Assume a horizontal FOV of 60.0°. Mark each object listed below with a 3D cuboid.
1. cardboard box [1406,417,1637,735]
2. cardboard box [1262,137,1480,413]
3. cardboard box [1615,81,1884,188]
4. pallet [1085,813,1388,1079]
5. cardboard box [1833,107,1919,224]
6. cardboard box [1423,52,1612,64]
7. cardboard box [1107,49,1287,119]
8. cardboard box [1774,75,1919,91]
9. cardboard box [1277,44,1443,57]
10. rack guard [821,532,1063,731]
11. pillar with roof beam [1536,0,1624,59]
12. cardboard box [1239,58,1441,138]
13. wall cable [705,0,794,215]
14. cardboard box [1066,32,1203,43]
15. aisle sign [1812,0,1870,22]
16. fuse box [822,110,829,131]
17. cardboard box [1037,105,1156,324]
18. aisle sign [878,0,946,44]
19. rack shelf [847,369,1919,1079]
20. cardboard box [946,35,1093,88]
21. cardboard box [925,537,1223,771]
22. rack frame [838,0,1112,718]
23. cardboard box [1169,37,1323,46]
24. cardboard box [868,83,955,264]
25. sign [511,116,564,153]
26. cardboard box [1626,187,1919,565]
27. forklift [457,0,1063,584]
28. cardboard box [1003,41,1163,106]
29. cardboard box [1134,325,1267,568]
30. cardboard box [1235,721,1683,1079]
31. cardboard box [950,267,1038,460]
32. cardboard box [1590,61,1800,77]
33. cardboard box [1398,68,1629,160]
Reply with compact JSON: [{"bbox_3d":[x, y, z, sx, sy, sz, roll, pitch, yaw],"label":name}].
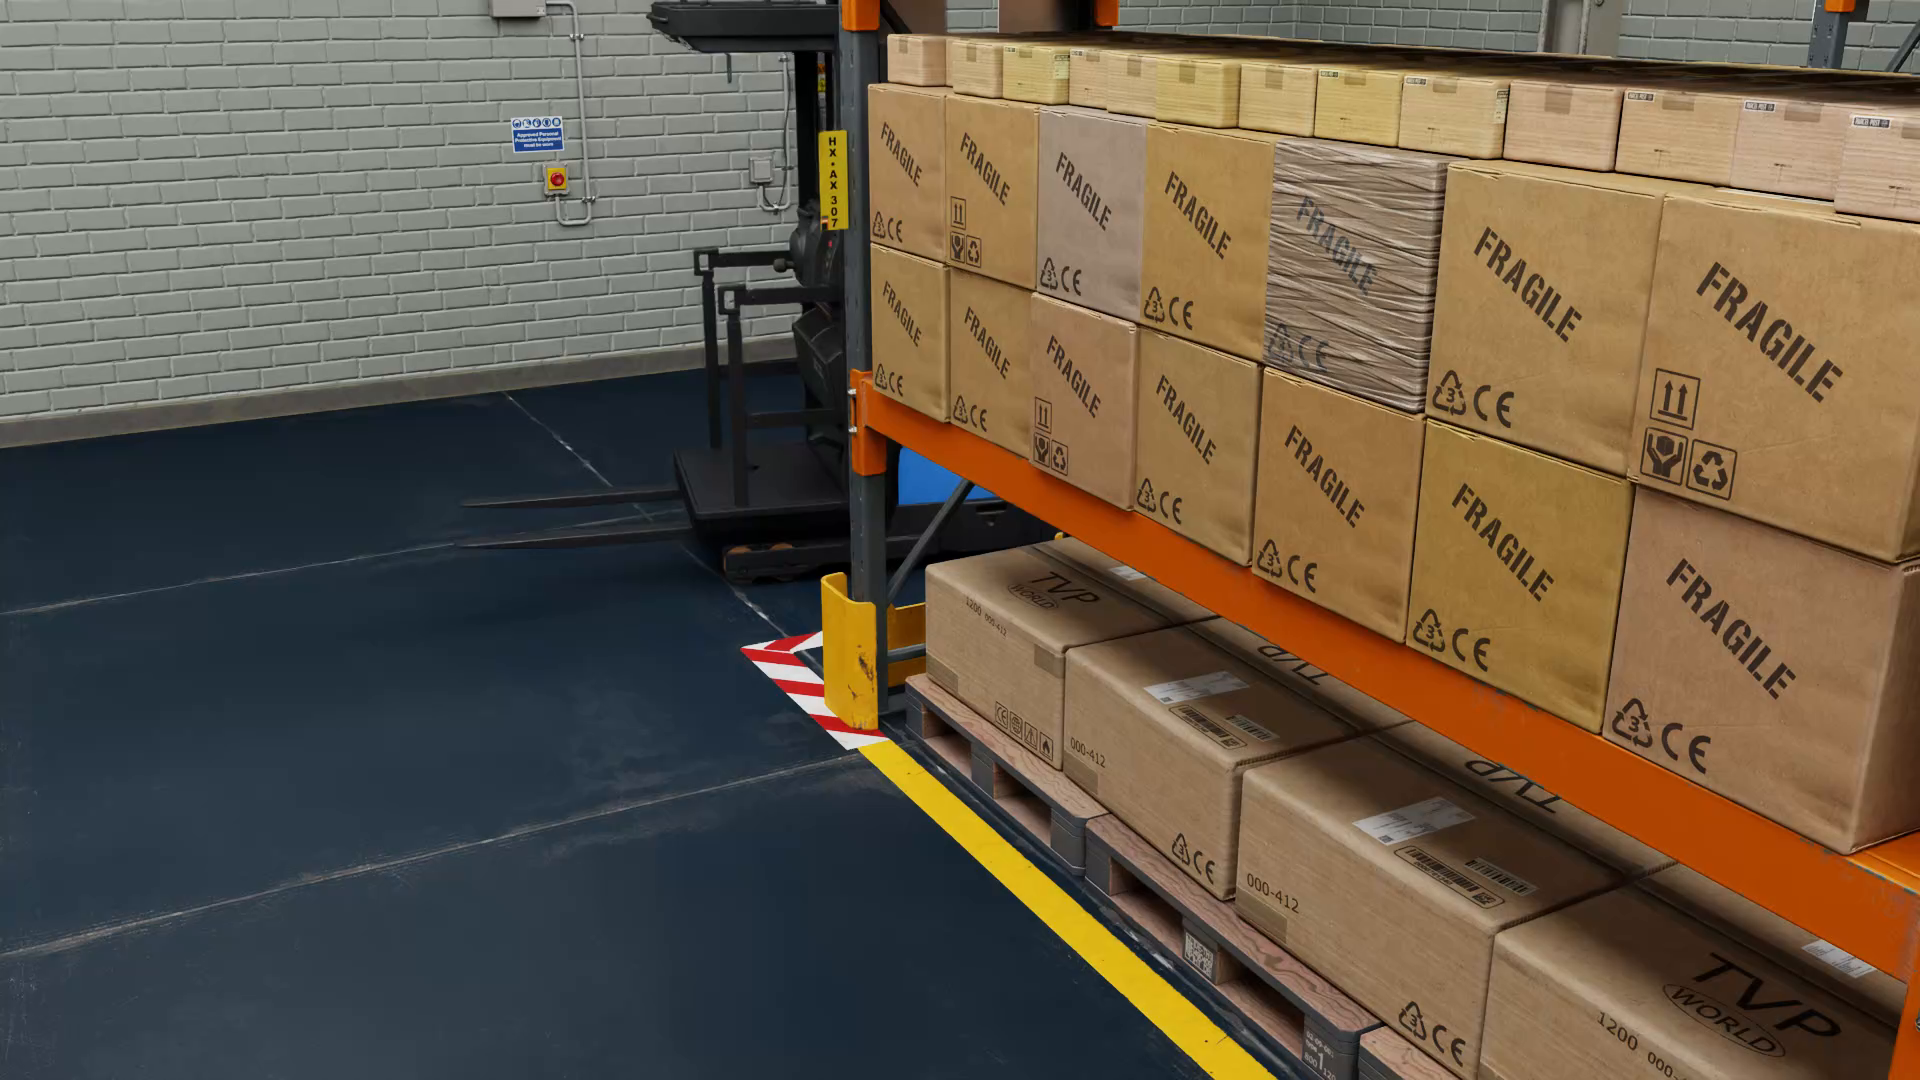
[{"bbox_3d":[1.273,0.018,3.327,0.500,0.500,0.500,-11,22,-28],"label":"cardboard box"},{"bbox_3d":[1.016,-0.598,3.581,0.500,0.500,0.500,-10,21,-26],"label":"cardboard box"},{"bbox_3d":[1.402,-0.725,2.955,0.380,0.149,0.250,-10,21,-27],"label":"cardboard box"},{"bbox_3d":[1.092,1.043,4.785,1.003,0.211,1.213,-10,21,-27],"label":"pallet"},{"bbox_3d":[1.541,-0.560,2.475,0.380,0.149,0.250,-10,22,-28],"label":"cardboard box"},{"bbox_3d":[1.339,-1.092,4.016,0.380,0.149,0.250,-10,21,-26],"label":"cardboard box"},{"bbox_3d":[0.596,-1.150,4.184,0.380,0.149,0.250,-10,21,-26],"label":"cardboard box"},{"bbox_3d":[1.751,-0.790,3.140,0.380,0.149,0.250,-10,22,-27],"label":"cardboard box"},{"bbox_3d":[1.069,-1.239,4.443,0.380,0.149,0.250,-9,21,-25],"label":"cardboard box"},{"bbox_3d":[0.057,0.332,6.402,1.175,0.500,0.348,-10,21,-27],"label":"rack guard"},{"bbox_3d":[0.159,-4.695,7.942,9.100,9.000,0.400,-10,21,-27],"label":"pillar with roof beam"},{"bbox_3d":[0.860,-1.005,3.764,0.380,0.149,0.250,-10,21,-27],"label":"cardboard box"},{"bbox_3d":[-1.388,-3.161,11.135,0.588,1.984,0.122,-10,21,-27],"label":"wall cable"},{"bbox_3d":[0.556,-1.528,5.280,0.380,0.149,0.250,-10,21,-26],"label":"cardboard box"},{"bbox_3d":[4.144,-2.815,7.706,0.394,0.787,0.004,-10,21,-27],"label":"aisle sign"},{"bbox_3d":[-0.712,-2.132,11.687,0.539,1.711,0.414,-10,21,-27],"label":"fuse box"},{"bbox_3d":[0.548,-0.887,4.416,0.500,0.500,0.500,-10,21,-27],"label":"cardboard box"},{"bbox_3d":[-0.221,-2.047,5.480,0.394,0.787,0.004,-10,21,-27],"label":"aisle sign"},{"bbox_3d":[1.018,0.072,4.428,1.077,0.370,4.000,-10,21,-27],"label":"rack shelf"},{"bbox_3d":[0.180,-1.460,5.083,0.380,0.149,0.250,-9,21,-25],"label":"cardboard box"},{"bbox_3d":[0.469,0.344,5.820,0.875,0.438,0.875,-11,22,-28],"label":"cardboard box"},{"bbox_3d":[0.068,-0.842,5.974,1.000,3.000,0.127,-10,21,-27],"label":"rack frame"},{"bbox_3d":[0.836,-1.388,4.875,0.380,0.149,0.250,-9,21,-25],"label":"cardboard box"},{"bbox_3d":[0.045,-1.180,5.268,0.500,0.500,0.500,-11,22,-28],"label":"cardboard box"},{"bbox_3d":[-2.702,-2.595,10.640,0.327,0.218,0.001,-10,21,-27],"label":"sign"},{"bbox_3d":[1.500,-0.307,2.736,0.500,0.500,0.500,-10,21,-27],"label":"cardboard box"},{"bbox_3d":[-0.847,-1.375,7.623,3.031,2.935,1.130,-5,20,-14],"label":"forklift"},{"bbox_3d":[0.343,-1.295,4.605,0.380,0.149,0.250,-11,22,-28],"label":"cardboard box"},{"bbox_3d":[0.786,-0.277,4.181,0.500,0.500,0.500,-9,21,-25],"label":"cardboard box"},{"bbox_3d":[1.338,0.865,4.311,0.875,0.438,0.875,-11,22,-28],"label":"cardboard box"},{"bbox_3d":[0.308,-0.567,5.021,0.500,0.500,0.500,-10,22,-27],"label":"cardboard box"},{"bbox_3d":[1.587,-0.951,3.609,0.380,0.149,0.250,-11,22,-28],"label":"cardboard box"},{"bbox_3d":[1.115,-0.862,3.349,0.380,0.149,0.250,-10,21,-27],"label":"cardboard box"}]
